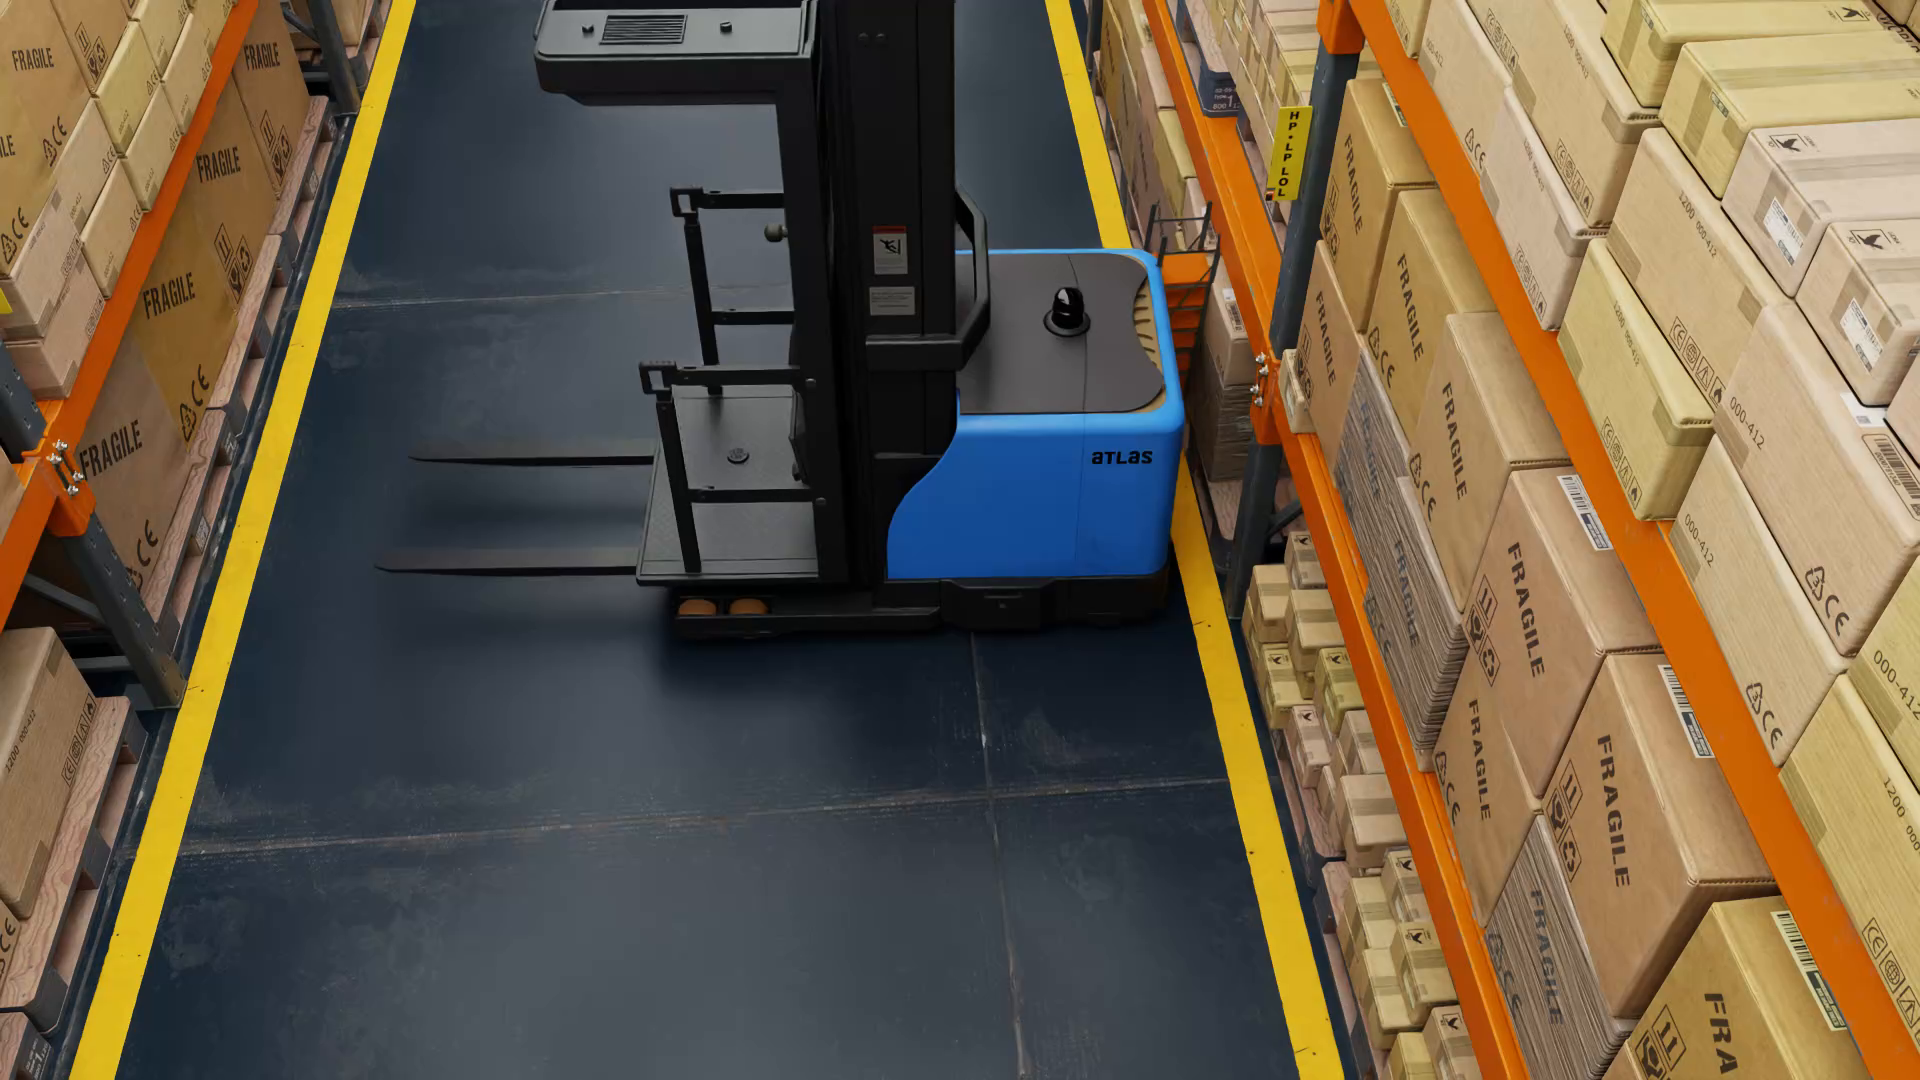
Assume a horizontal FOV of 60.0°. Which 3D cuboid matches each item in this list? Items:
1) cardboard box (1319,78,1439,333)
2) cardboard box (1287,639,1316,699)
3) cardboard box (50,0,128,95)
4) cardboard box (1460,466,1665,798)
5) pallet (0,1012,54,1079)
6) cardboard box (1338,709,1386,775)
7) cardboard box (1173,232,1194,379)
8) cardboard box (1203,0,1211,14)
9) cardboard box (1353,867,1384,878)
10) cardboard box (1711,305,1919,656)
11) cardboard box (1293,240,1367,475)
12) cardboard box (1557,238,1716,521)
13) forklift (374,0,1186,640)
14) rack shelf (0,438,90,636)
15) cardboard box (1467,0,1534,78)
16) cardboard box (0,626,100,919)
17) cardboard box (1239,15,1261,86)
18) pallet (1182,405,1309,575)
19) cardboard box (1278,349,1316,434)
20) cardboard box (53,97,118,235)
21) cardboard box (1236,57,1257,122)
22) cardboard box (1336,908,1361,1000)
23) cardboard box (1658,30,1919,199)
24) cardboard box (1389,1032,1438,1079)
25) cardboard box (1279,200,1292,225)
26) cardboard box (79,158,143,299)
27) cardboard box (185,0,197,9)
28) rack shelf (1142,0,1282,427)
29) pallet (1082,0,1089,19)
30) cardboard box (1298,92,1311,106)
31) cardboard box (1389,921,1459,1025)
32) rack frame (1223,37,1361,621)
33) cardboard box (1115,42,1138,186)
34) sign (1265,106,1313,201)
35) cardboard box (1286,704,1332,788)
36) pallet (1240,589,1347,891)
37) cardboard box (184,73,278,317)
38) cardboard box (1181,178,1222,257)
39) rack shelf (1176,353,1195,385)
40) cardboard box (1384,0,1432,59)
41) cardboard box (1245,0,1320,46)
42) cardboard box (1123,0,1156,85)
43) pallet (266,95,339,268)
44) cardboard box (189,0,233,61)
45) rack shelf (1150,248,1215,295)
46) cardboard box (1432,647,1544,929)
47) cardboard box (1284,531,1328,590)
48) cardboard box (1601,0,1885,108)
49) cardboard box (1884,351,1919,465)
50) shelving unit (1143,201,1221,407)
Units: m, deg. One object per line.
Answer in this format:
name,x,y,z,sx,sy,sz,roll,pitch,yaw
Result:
cardboard box,1.331,-0.931,4.604,0.500,0.500,0.500,-2,47,-2
cardboard box,1.358,0.401,5.774,0.380,0.149,0.250,-3,47,-3
cardboard box,-3.248,-1.862,5.690,0.500,0.500,0.500,-5,47,-4
cardboard box,1.442,0.181,3.551,0.500,0.500,0.500,-5,47,-5
pallet,-3.297,1.980,4.729,1.003,0.211,1.213,-3,47,-3
cardboard box,1.437,0.671,5.313,0.380,0.149,0.250,-5,47,-4
cardboard box,1.180,-0.968,7.034,0.500,0.500,0.500,-4,47,-4
cardboard box,1.171,-2.261,6.709,0.380,0.149,0.250,-5,47,-5
cardboard box,1.434,0.971,5.234,0.380,0.149,0.250,-2,47,-1
cardboard box,1.494,-0.108,2.480,0.500,0.250,0.500,-3,47,-3
cardboard box,1.326,-0.555,4.936,0.500,0.500,0.500,-4,47,-4
cardboard box,1.427,-0.303,3.008,0.500,0.250,0.500,-2,47,-2
forklift,-0.730,-1.015,5.692,3.031,2.935,1.130,-1,47,-1
rack shelf,-3.221,1.276,3.971,1.077,0.370,4.000,-3,47,-3
cardboard box,1.374,-1.220,3.533,0.500,0.250,0.500,-4,47,-3
cardboard box,-3.443,0.779,5.421,0.875,0.438,0.875,-4,47,-4
cardboard box,1.237,-1.796,6.064,0.380,0.149,0.250,-5,47,-5
pallet,1.469,-0.396,6.980,1.003,0.211,1.213,-3,47,-3
cardboard box,1.234,-0.481,5.313,0.380,0.149,0.250,-2,47,-2
cardboard box,-3.216,-1.250,5.626,0.500,0.250,0.500,-3,47,-3
cardboard box,1.243,-1.675,6.154,0.380,0.149,0.250,-6,47,-5
cardboard box,1.395,1.263,5.162,0.380,0.149,0.250,-5,47,-4
cardboard box,1.416,-0.713,2.778,0.380,0.149,0.250,-5,47,-4
cardboard box,1.438,1.535,4.700,0.380,0.149,0.250,-1,47,-1
cardboard box,1.305,-1.125,5.634,0.380,0.149,0.250,-4,47,-4
cardboard box,-3.207,-1.075,5.806,0.500,0.250,0.500,-5,47,-4
cardboard box,-3.320,-2.358,6.676,0.500,0.250,0.500,-5,47,-4
rack shelf,1.368,-1.992,7.066,1.077,0.370,4.000,-3,47,-3
pallet,1.210,-3.302,9.732,1.003,0.211,1.213,-3,47,-3
cardboard box,1.308,-1.333,5.421,0.380,0.149,0.250,-2,47,-1
cardboard box,1.464,1.233,4.781,0.380,0.149,0.250,-3,47,-3
rack frame,1.536,-0.792,5.434,1.000,3.000,0.127,-3,47,-3
cardboard box,1.052,-2.080,8.087,0.500,0.500,0.500,-3,47,-3
sign,0.983,-1.154,4.979,0.100,0.325,0.005,-3,47,-3
cardboard box,1.341,0.696,5.699,0.380,0.149,0.250,-4,47,-3
pallet,1.627,0.650,5.989,1.003,0.211,1.213,-3,47,-3
cardboard box,-3.678,-1.576,7.350,0.875,0.875,0.875,-3,47,-3
cardboard box,1.192,-1.231,6.766,0.500,0.250,0.500,-1,47,-1
rack shelf,0.813,-0.727,6.818,0.258,0.103,0.180,-5,52,-7
cardboard box,1.312,-1.421,4.067,0.500,0.250,0.500,-1,47,-1
cardboard box,1.243,-1.905,5.962,0.380,0.149,0.250,-4,47,-3
cardboard box,1.060,-2.348,7.824,0.500,0.250,0.500,-4,47,-4
pallet,-3.732,-1.778,8.289,1.003,0.211,1.213,-3,47,-3
cardboard box,-3.338,-2.177,6.849,0.500,0.250,0.500,-4,47,-4
rack shelf,0.838,-1.025,6.442,0.258,0.103,0.180,-5,52,-7
cardboard box,1.455,0.555,3.885,0.500,0.500,0.500,-1,47,-1
cardboard box,1.358,0.101,5.853,0.380,0.149,0.250,-2,47,-2
cardboard box,1.381,-0.902,2.957,0.380,0.149,0.250,-1,47,-1
cardboard box,1.514,-0.151,2.246,0.380,0.149,0.250,-4,47,-4
shelving unit,0.822,-0.829,6.689,0.258,1.200,0.189,-5,52,-7
